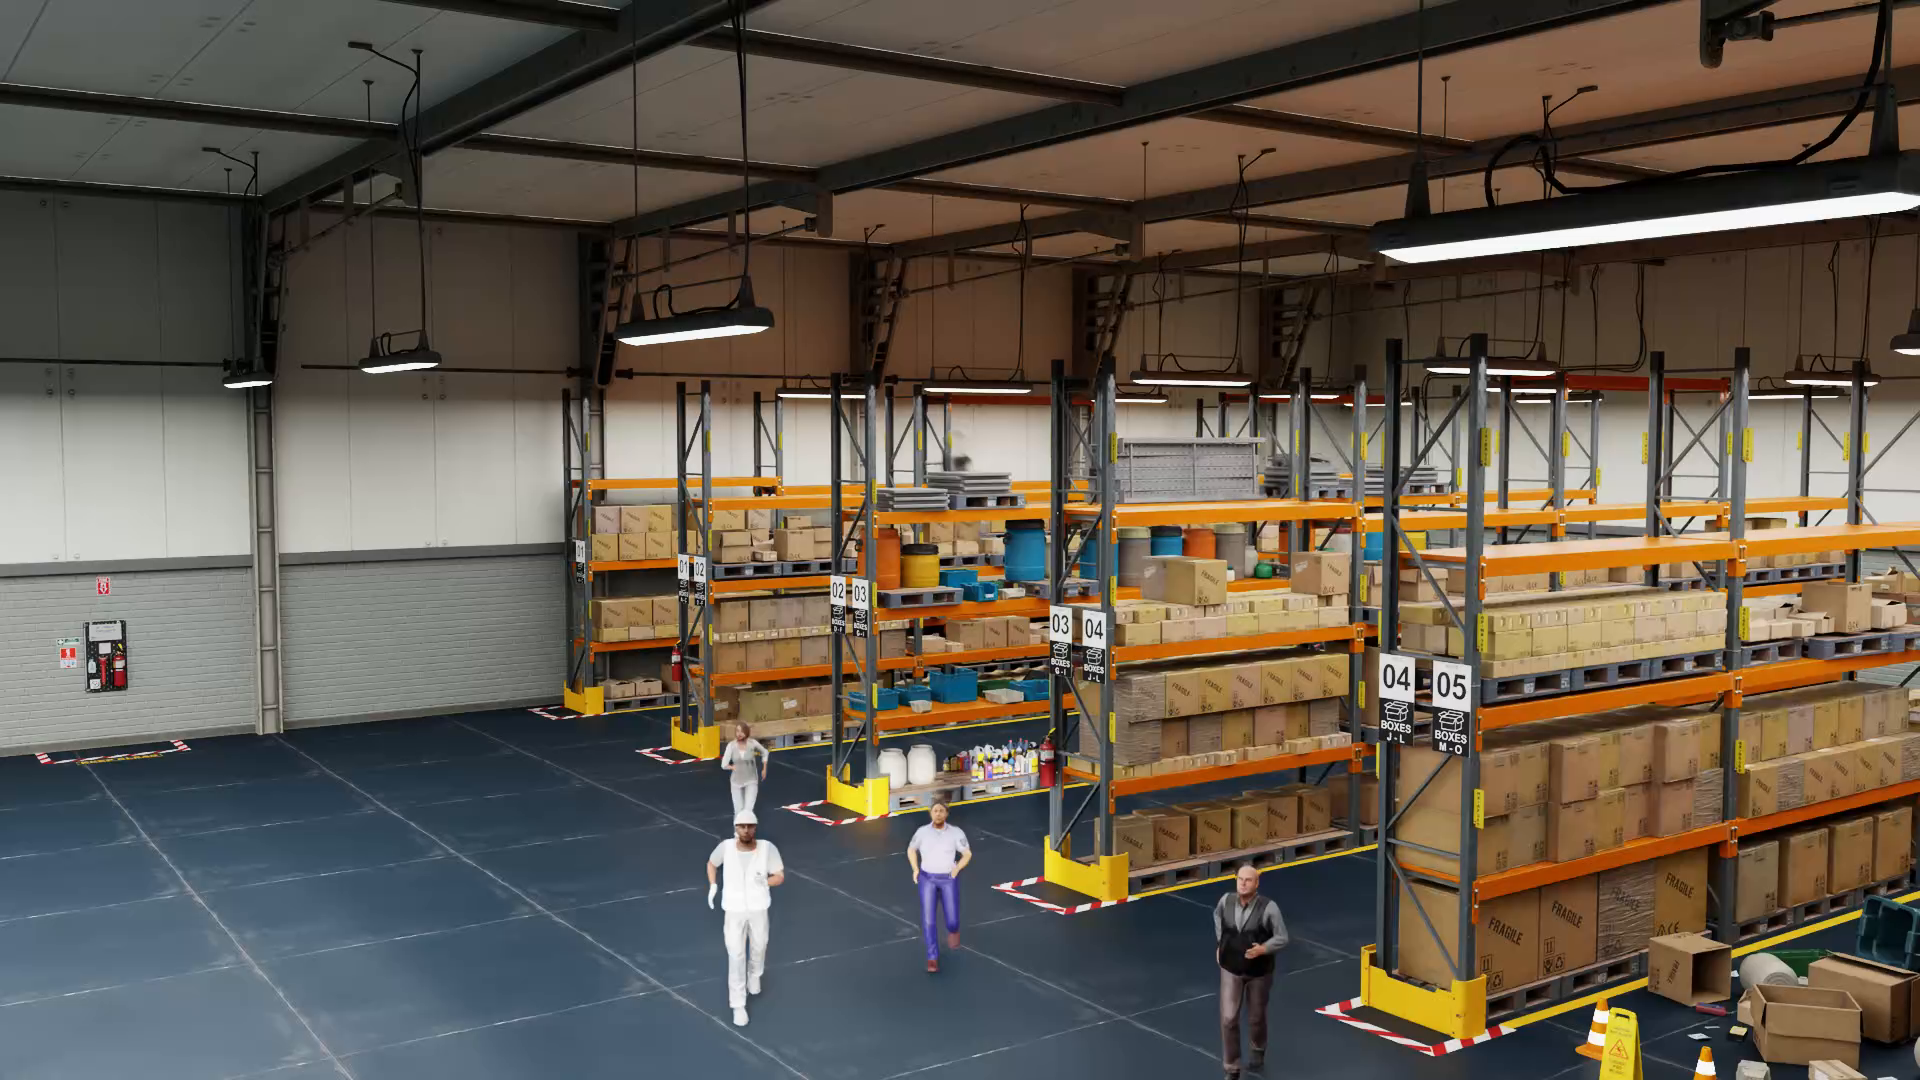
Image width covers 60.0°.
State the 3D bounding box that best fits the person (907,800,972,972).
[{"bbox_3d":[-0.208,3.333,16.177,0.638,1.594,0.660,0,4,4],"label":"person"}]

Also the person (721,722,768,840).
[{"bbox_3d":[-2.661,3.044,20.586,0.550,1.629,0.850,0,4,0],"label":"person"}]

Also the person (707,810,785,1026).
[{"bbox_3d":[-1.901,3.288,14.812,0.679,1.777,0.986,-1,4,-10],"label":"person"}]

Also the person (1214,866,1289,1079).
[{"bbox_3d":[2.300,3.460,13.239,0.647,1.769,0.797,1,4,20],"label":"person"}]
